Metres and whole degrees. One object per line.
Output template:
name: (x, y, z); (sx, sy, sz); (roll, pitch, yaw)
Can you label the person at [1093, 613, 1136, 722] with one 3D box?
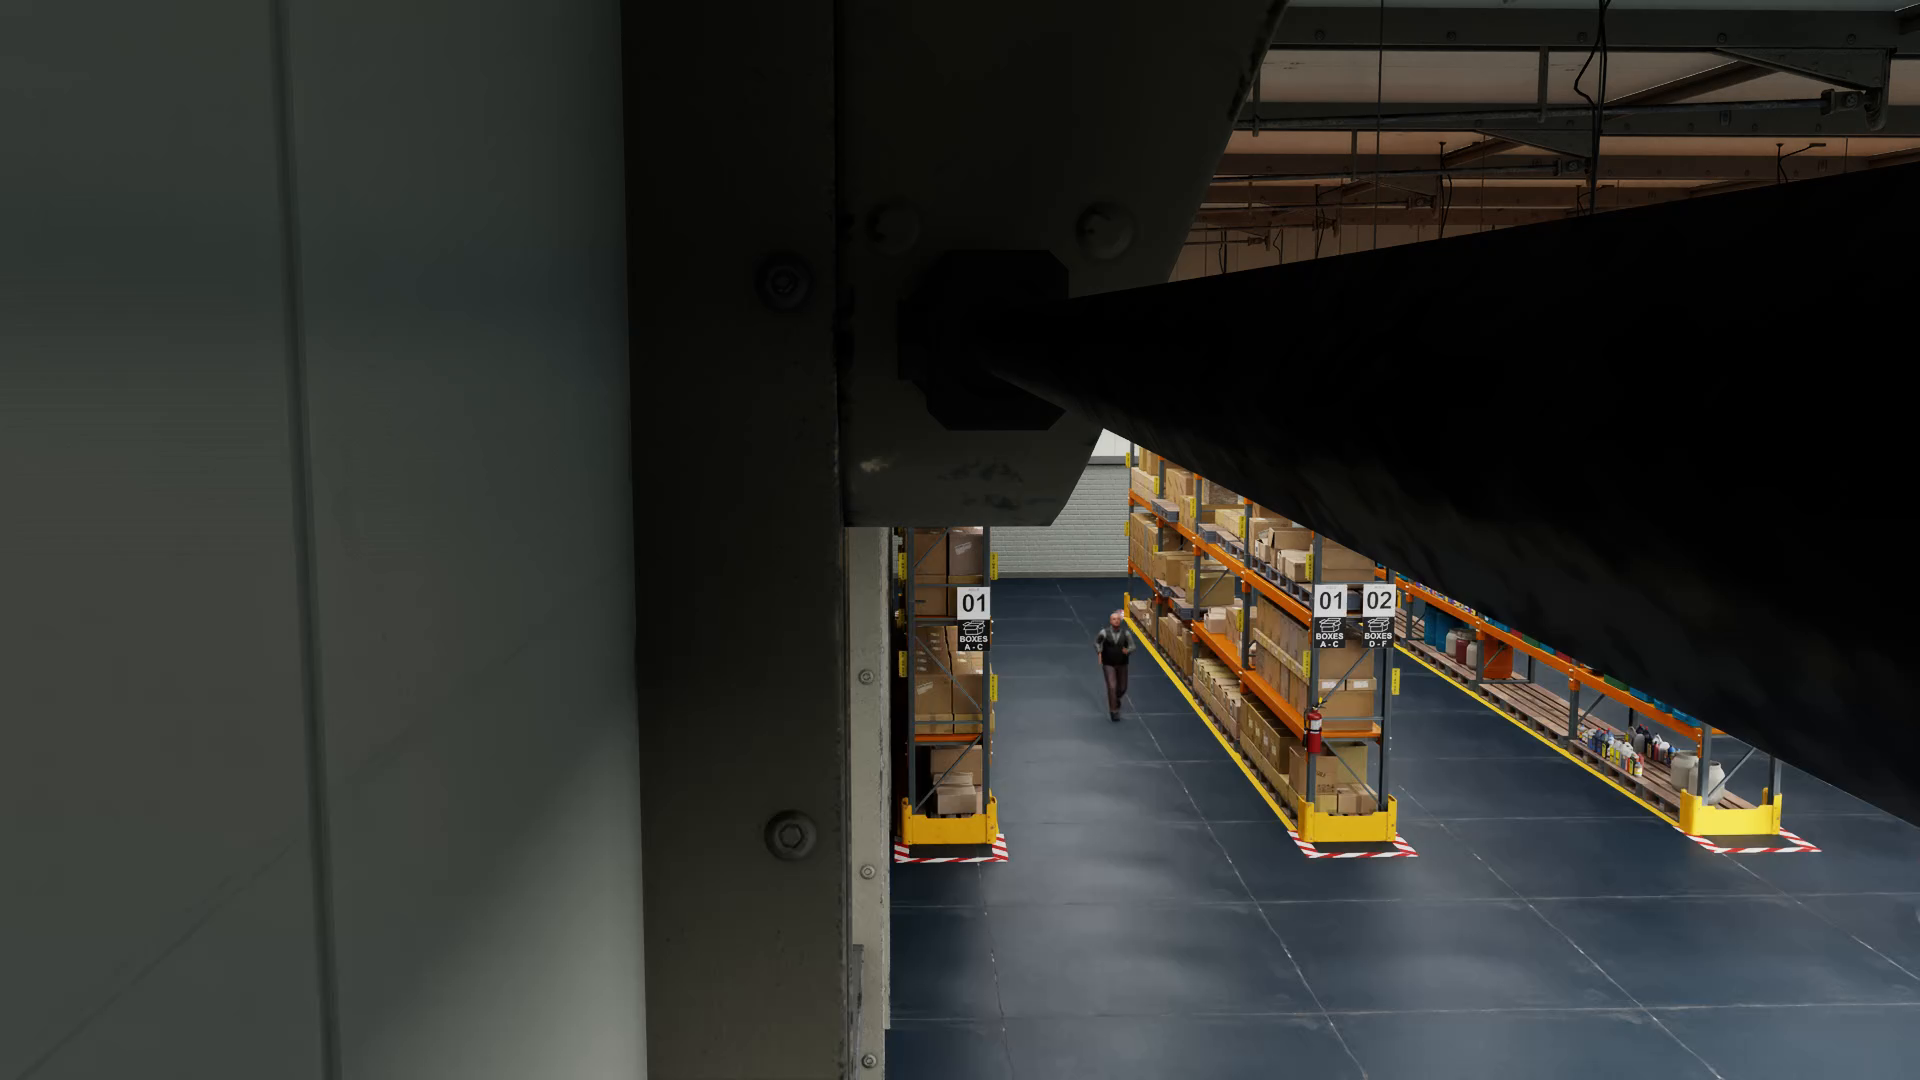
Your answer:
person: (2.513, 2.035, 26.954); (0.667, 1.699, 0.884); (-1, 7, -4)
